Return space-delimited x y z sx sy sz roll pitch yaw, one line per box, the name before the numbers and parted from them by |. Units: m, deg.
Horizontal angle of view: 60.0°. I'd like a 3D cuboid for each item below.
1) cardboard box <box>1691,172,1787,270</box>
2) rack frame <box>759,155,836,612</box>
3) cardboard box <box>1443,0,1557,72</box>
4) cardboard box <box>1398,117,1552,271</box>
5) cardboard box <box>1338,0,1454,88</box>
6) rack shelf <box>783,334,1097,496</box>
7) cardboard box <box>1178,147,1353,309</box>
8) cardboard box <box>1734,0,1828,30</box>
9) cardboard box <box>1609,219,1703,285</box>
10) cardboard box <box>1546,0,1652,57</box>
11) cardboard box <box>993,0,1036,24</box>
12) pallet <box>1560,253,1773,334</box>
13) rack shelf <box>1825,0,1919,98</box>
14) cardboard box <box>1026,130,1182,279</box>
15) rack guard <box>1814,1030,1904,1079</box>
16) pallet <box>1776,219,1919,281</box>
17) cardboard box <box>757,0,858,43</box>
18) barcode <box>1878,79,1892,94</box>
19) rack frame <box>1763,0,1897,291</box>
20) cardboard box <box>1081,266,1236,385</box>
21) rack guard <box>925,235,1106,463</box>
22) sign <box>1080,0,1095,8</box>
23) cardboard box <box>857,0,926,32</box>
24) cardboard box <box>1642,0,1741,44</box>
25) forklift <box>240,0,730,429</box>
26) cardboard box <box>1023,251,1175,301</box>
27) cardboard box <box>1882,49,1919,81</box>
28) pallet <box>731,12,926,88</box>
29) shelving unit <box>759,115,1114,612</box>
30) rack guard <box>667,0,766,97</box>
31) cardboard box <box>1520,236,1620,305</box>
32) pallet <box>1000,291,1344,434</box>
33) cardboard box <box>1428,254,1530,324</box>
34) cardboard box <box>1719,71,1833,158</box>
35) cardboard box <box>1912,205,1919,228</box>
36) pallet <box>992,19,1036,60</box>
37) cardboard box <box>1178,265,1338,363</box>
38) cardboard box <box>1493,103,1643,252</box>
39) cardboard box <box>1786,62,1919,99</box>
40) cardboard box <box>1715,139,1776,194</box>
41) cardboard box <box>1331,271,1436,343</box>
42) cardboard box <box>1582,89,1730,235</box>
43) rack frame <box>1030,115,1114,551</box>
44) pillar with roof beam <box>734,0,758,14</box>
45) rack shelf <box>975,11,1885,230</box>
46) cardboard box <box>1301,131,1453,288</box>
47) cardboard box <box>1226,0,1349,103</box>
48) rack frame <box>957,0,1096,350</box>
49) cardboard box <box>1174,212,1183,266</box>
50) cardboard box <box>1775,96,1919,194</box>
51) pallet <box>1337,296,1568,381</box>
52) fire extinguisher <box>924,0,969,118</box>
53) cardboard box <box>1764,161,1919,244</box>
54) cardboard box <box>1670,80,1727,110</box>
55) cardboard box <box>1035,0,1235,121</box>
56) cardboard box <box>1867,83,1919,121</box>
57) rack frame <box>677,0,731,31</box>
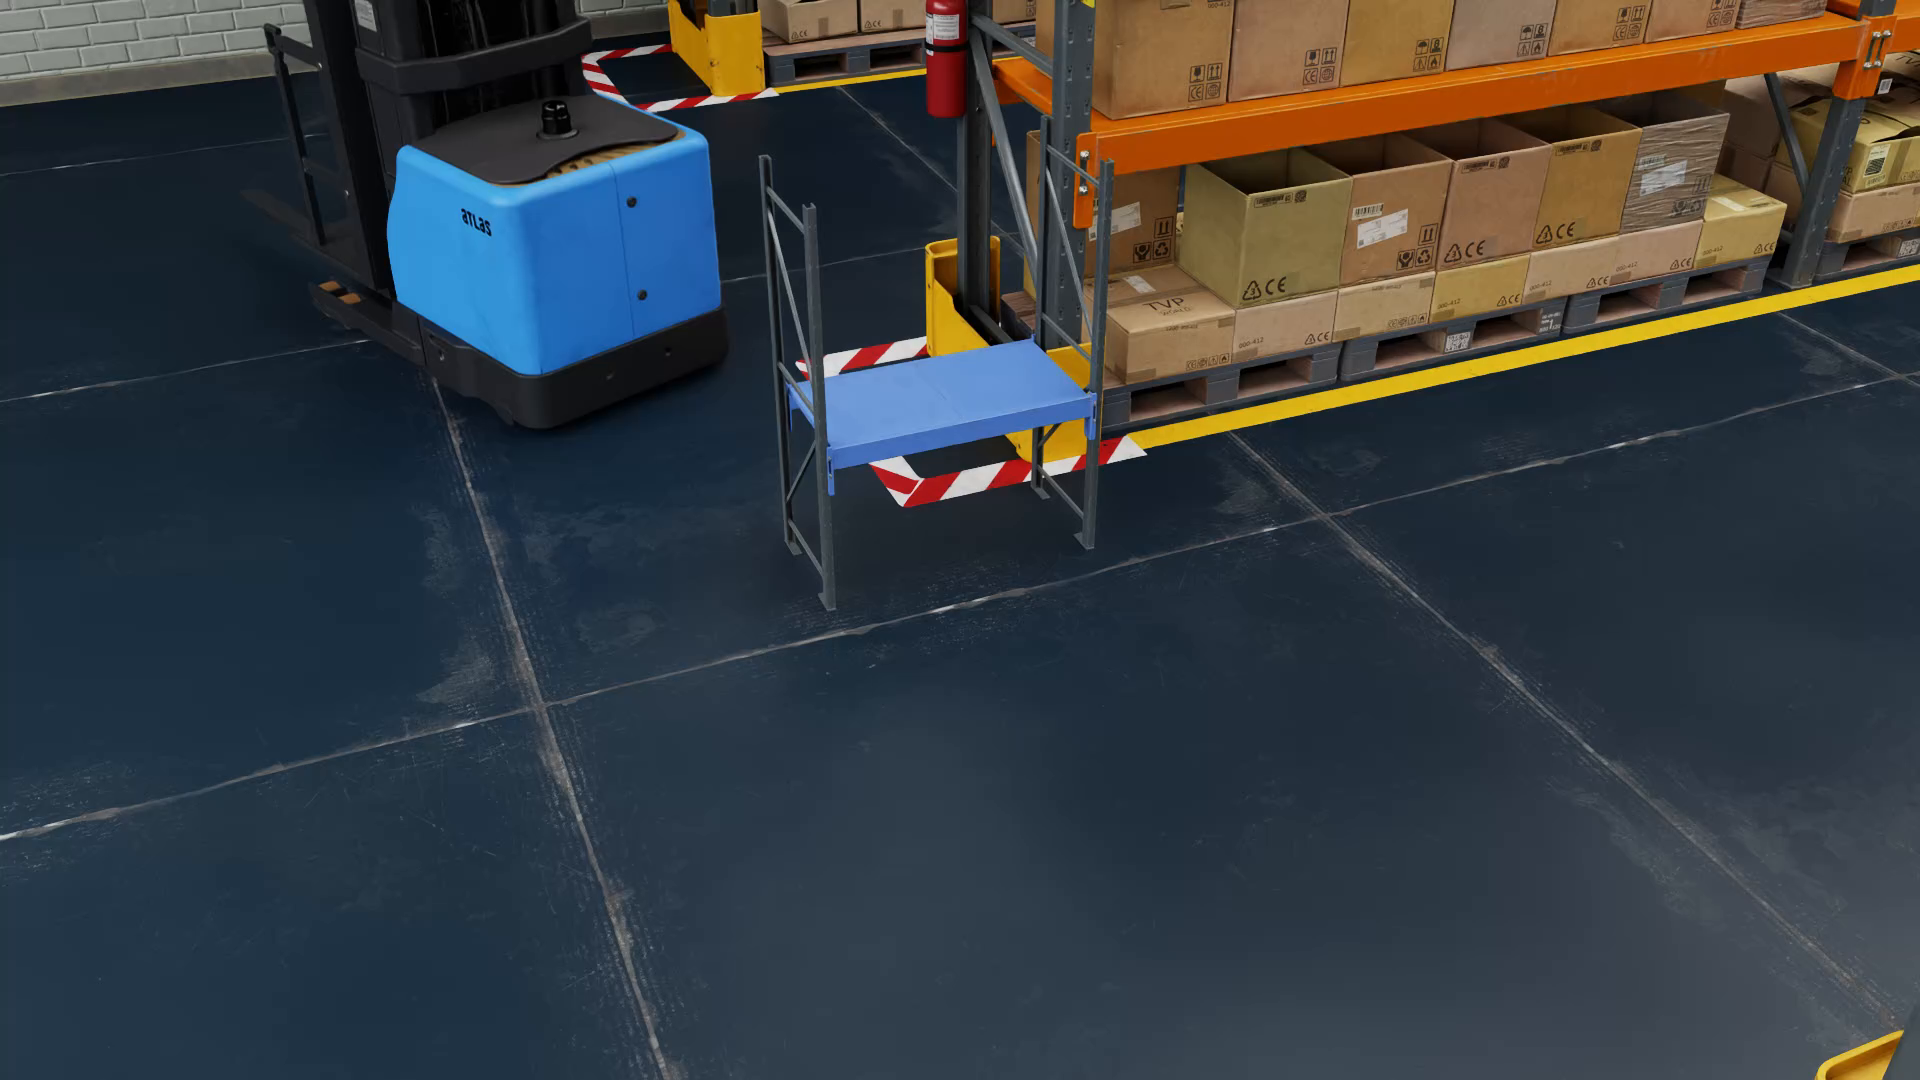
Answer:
cardboard box | 3.580 -1.550 8.018 0.500 0.250 0.500 -13 35 -19
rack frame | -0.547 -0.503 5.648 0.032 1.500 0.500 -13 35 -19
cardboard box | 2.096 -2.352 7.023 0.500 0.500 0.700 -12 35 -18
cardboard box | 2.199 -1.545 7.322 0.500 0.500 0.500 -13 35 -19
cardboard box | 1.612 -2.239 6.850 0.500 0.500 0.700 -13 35 -19
rack shelf | -0.079 -0.460 5.911 1.000 0.185 0.538 -13 35 -19
cardboard box | 1.275 -1.336 7.001 0.500 0.500 0.500 -13 35 -19
cardboard box | 3.516 -2.680 7.526 0.500 0.500 0.700 -14 36 -20
cardboard box | 3.115 -1.450 7.864 0.500 0.250 0.500 -13 35 -19
cardboard box | 2.568 -2.461 7.190 0.500 0.500 0.700 -12 35 -18
cardboard box | 0.208 -3.868 11.333 0.500 0.500 0.700 -15 36 -22
pallet | 3.173 -1.419 8.237 1.213 0.211 1.003 -13 35 -19
rack shelf | 5.767 -2.855 8.548 4.000 0.370 1.077 -13 35 -19
cardboard box | 0.614 -1.491 7.239 0.500 0.500 0.500 -13 35 -19
rack guard | 2.201 1.610 3.318 0.348 0.500 1.175 -13 35 -19
pallet | 4.587 -1.741 8.732 1.213 0.211 1.003 -13 35 -19
cardboard box | -1.014 -3.539 11.000 0.500 0.311 0.500 -17 37 -24
barcode | 4.319 -2.118 7.763 0.075 0.075 0.001 -13 35 -19
rack frame | 3.923 -2.735 7.702 0.127 3.000 1.000 -13 35 -19
cardboard box | 0.815 -0.915 7.042 0.500 0.250 0.500 -13 35 -19
rack guard | 0.212 -0.837 7.078 0.348 0.500 1.175 -13 35 -19
sign | 0.444 -2.006 5.716 0.005 0.325 0.100 -13 35 -19
cardboard box | -0.488 -3.659 11.185 0.500 0.311 0.500 -10 34 -15
cardboard box | 3.032 -2.565 7.350 0.500 0.500 0.700 -13 35 -19
forklift | -2.422 -2.386 7.229 1.130 2.935 3.031 -29 43 -36
cardboard box | 0.615 -1.175 7.442 0.500 0.250 0.500 -13 35 -19
cardboard box | 5.123 -2.440 8.872 0.500 0.311 0.500 -13 35 -19
pallet | -0.854 -3.381 11.253 1.213 0.211 1.003 -13 35 -19
shelving unit | -0.079 -0.611 5.813 1.048 1.500 0.538 -13 35 -19
rack guard | -1.616 -3.349 10.938 0.348 0.500 1.175 -13 35 -19
cardboard box | 2.660 -1.337 7.690 0.500 0.250 0.500 -13 35 -19
pallet | 0.923 -0.904 7.445 1.213 0.211 1.003 -13 35 -19
cardboard box | 2.199 -1.231 7.527 0.500 0.250 0.500 -13 35 -19
cardboard box | 4.185 -2.223 8.538 0.500 0.311 0.500 -13 35 -19
cardboard box | 4.862 -1.826 8.442 0.500 0.250 0.500 -12 35 -18
pallet | 0.269 -3.637 11.646 1.213 0.211 1.003 -13 35 -19
cardboard box | 1.275 -1.022 7.207 0.500 0.250 0.500 -13 35 -19
cardboard box | 2.655 -1.657 7.496 0.500 0.500 0.500 -13 35 -19
cardboard box | 4.662 -2.336 8.712 0.500 0.311 0.500 -12 35 -18
cardboard box | 4.193 -1.991 8.696 0.500 0.250 0.500 -13 35 -19
cardboard box | 1.736 -1.128 7.369 0.500 0.250 0.500 -13 35 -19
cardboard box | 3.114 -1.765 7.661 0.500 0.500 0.500 -13 35 -19
rack frame | 0.390 -0.718 5.978 0.032 1.500 0.500 -13 35 -19
pillar with roof beam | 0.291 -5.313 6.164 0.400 9.000 9.100 -13 35 -19
rack shelf | 2.079 -2.011 7.250 4.000 0.370 1.077 -13 35 -19
cardboard box | 1.731 -1.448 7.173 0.500 0.500 0.500 -13 35 -19
cardboard box | 1.152 -2.137 6.693 0.500 0.500 0.700 -12 35 -18
rack frame | 0.235 -1.890 6.405 0.127 3.000 1.000 -13 35 -19
cardboard box | 1.071 -1.287 7.614 0.500 0.250 0.500 -13 35 -19
cardboard box | 4.400 -1.955 8.126 0.500 0.311 0.500 -13 35 -19
pallet | 2.047 -1.159 7.838 1.213 0.211 1.003 -13 35 -19
fire extinguisher | -0.054 -2.066 6.746 0.183 0.674 0.296 -13 35 -19
cardboard box | 4.390 -1.719 8.277 0.500 0.250 0.500 -14 35 -20
cardboard box | 3.374 -2.132 8.225 0.500 0.500 0.500 -13 35 -19
cardboard box | 0.670 -2.024 6.519 0.500 0.500 0.700 -13 35 -19
cardboard box | 4.864 -2.058 8.285 0.500 0.311 0.500 -13 35 -19
rack frame | -1.687 -4.380 10.232 0.127 3.000 1.000 -13 35 -19
